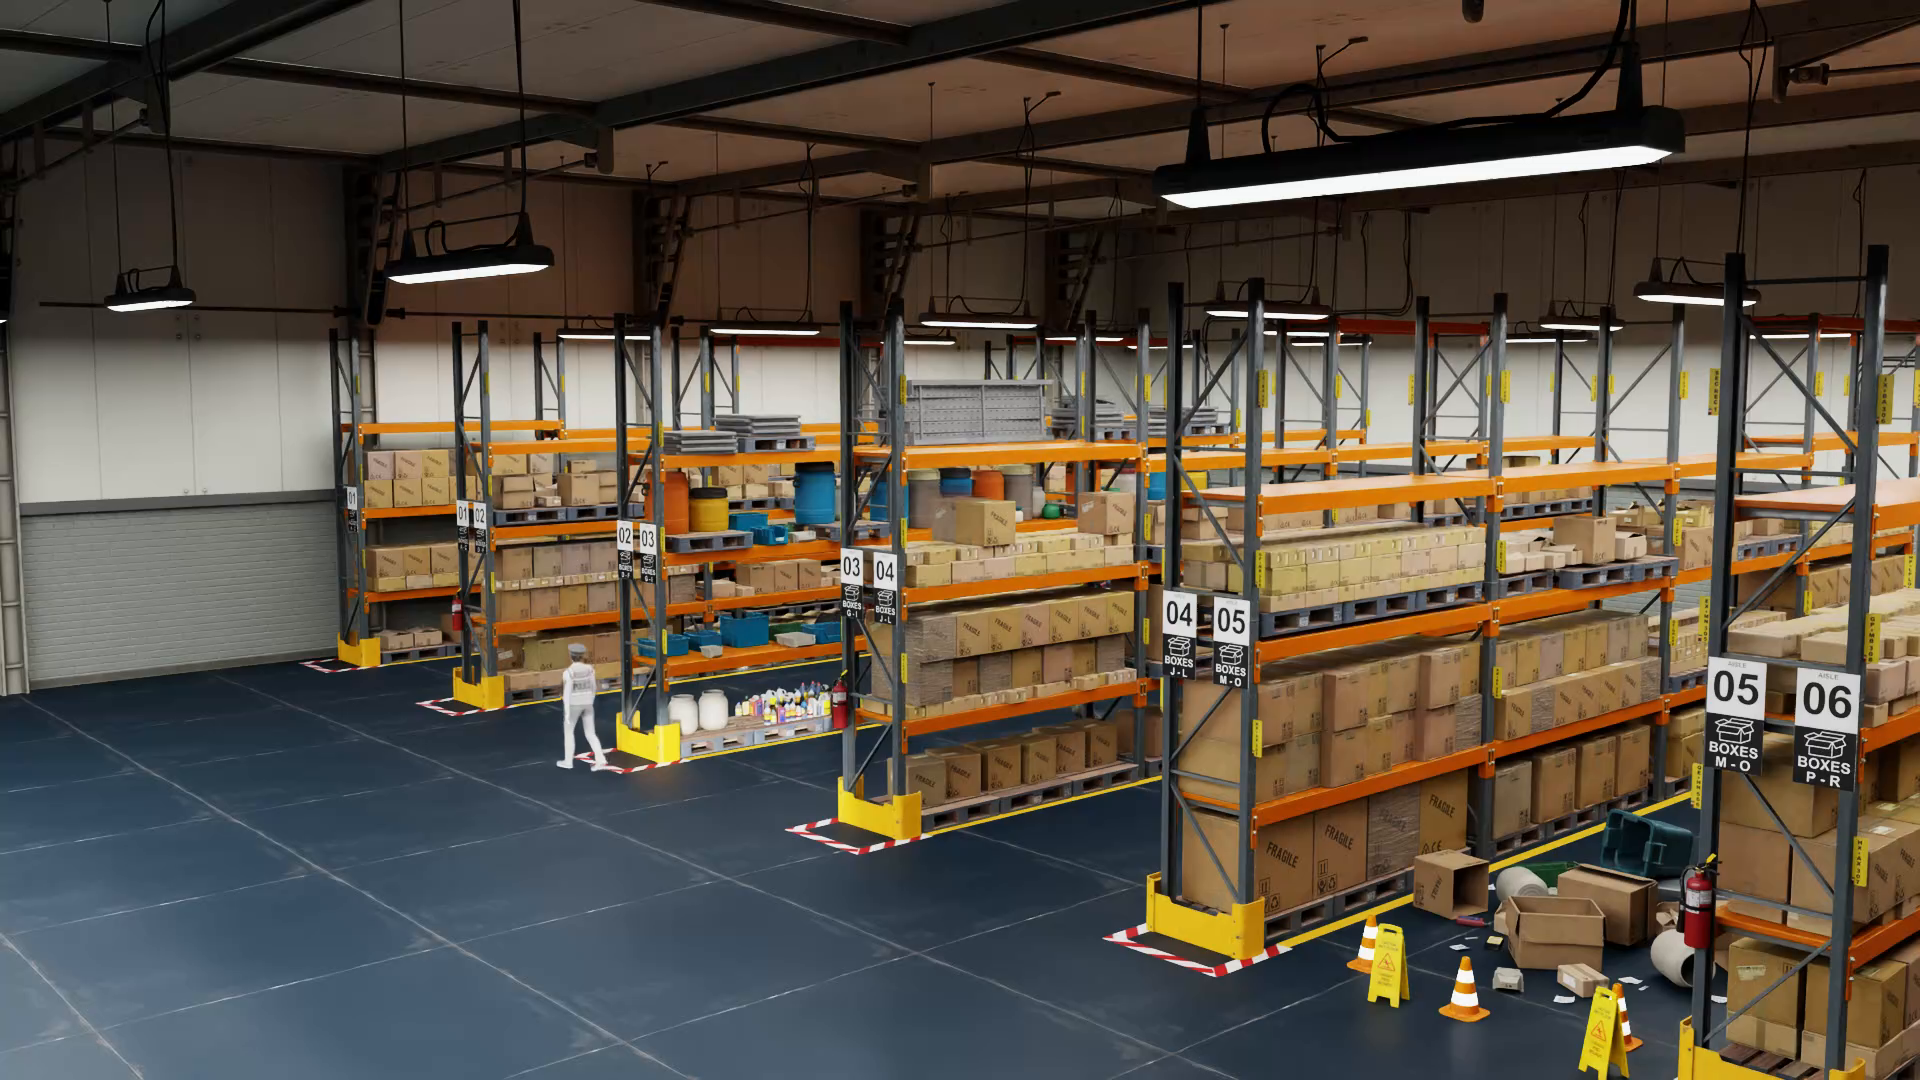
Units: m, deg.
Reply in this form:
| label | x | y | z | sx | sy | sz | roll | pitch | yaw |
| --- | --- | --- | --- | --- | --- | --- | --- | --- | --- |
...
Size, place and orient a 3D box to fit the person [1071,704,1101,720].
| label | x | y | z | sx | sy | sz | roll | pitch | yaw |
| --- | --- | --- | --- | --- | --- | --- | --- | --- | --- |
| person | 1.796 | 2.047 | 23.478 | 0.746 | 1.614 | 0.580 | -3 | 7 | -31 |

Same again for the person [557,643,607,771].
| label | x | y | z | sx | sy | sz | roll | pitch | yaw |
| --- | --- | --- | --- | --- | --- | --- | --- | --- | --- |
| person | -4.952 | 2.187 | 21.742 | 0.488 | 1.658 | 0.803 | -4 | 7 | -36 |

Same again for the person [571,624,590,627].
| label | x | y | z | sx | sy | sz | roll | pitch | yaw |
| --- | --- | --- | --- | --- | --- | --- | --- | --- | --- |
| person | -6.531 | 1.379 | 29.343 | 0.918 | 1.720 | 0.582 | -5 | 7 | -40 |
